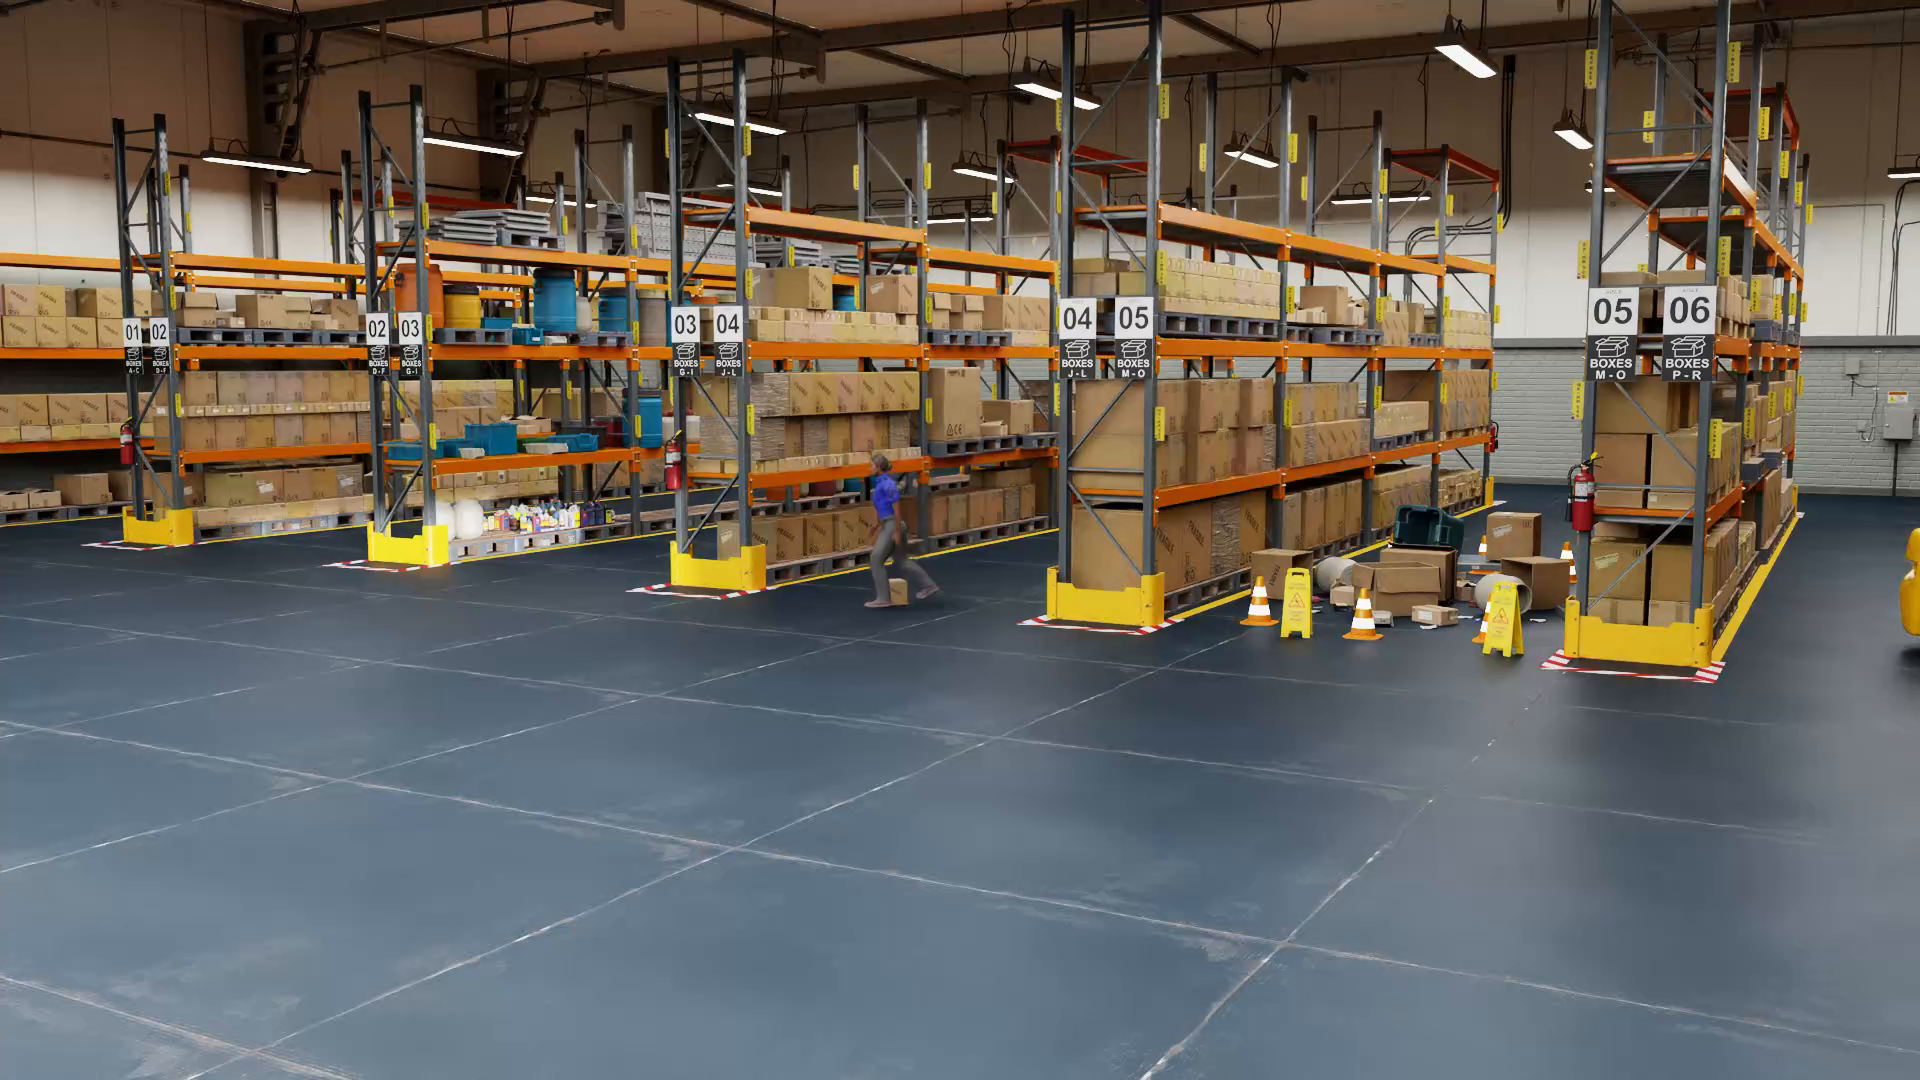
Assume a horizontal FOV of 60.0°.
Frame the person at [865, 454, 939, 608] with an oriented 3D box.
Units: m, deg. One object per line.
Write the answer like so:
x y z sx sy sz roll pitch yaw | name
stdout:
-0.610 -0.106 17.478 0.789 1.606 0.573 0 6 -2 | person
